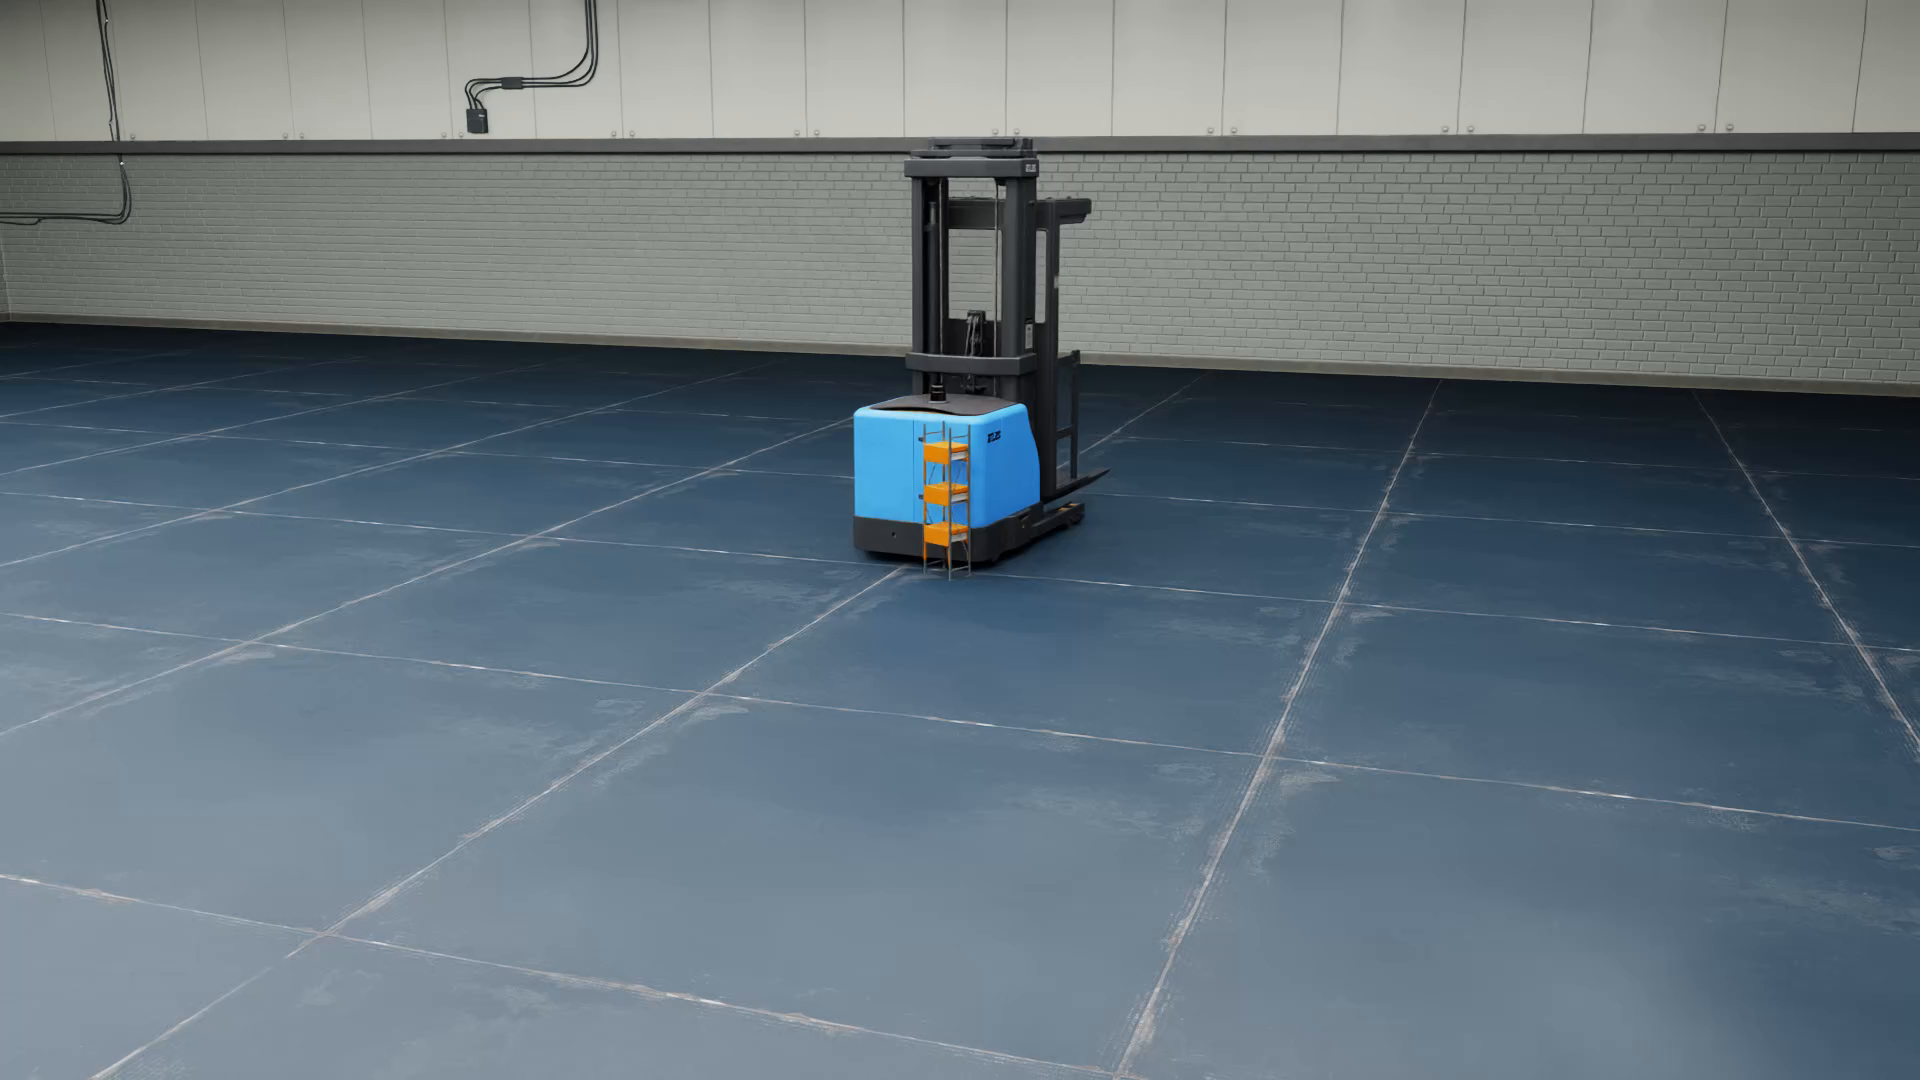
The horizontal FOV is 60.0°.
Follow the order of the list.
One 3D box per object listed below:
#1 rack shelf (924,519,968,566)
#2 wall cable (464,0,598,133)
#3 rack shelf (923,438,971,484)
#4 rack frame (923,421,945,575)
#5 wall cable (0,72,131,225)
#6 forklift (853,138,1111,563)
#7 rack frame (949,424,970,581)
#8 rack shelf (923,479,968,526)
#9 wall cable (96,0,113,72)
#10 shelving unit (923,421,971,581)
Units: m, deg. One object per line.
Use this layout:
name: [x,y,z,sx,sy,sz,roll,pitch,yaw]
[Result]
rack shelf: [-0.089,0.013,11.366,0.240,0.259,0.215,12,18,43]
wall cable: [-6.482,-9.125,24.603,2.305,6.003,0.169,4,14,18]
rack shelf: [-0.089,-0.534,11.241,0.240,0.259,0.215,12,18,43]
rack frame: [-0.176,-0.287,11.386,0.008,1.050,0.200,12,18,43]
wall cable: [-15.460,-6.640,28.336,3.097,2.526,0.112,4,14,18]
forklift: [0.328,-1.553,12.704,1.130,2.935,3.031,6,14,25]
rack frame: [-0.002,-0.249,11.219,0.008,1.050,0.200,12,18,43]
rack shelf: [-0.089,-0.258,11.305,0.240,0.259,0.215,12,18,43]
wall cable: [-12.900,-8.908,26.921,3.097,2.526,0.112,4,14,18]
shelving unit: [-0.089,-0.268,11.302,0.252,1.050,0.215,12,18,43]
